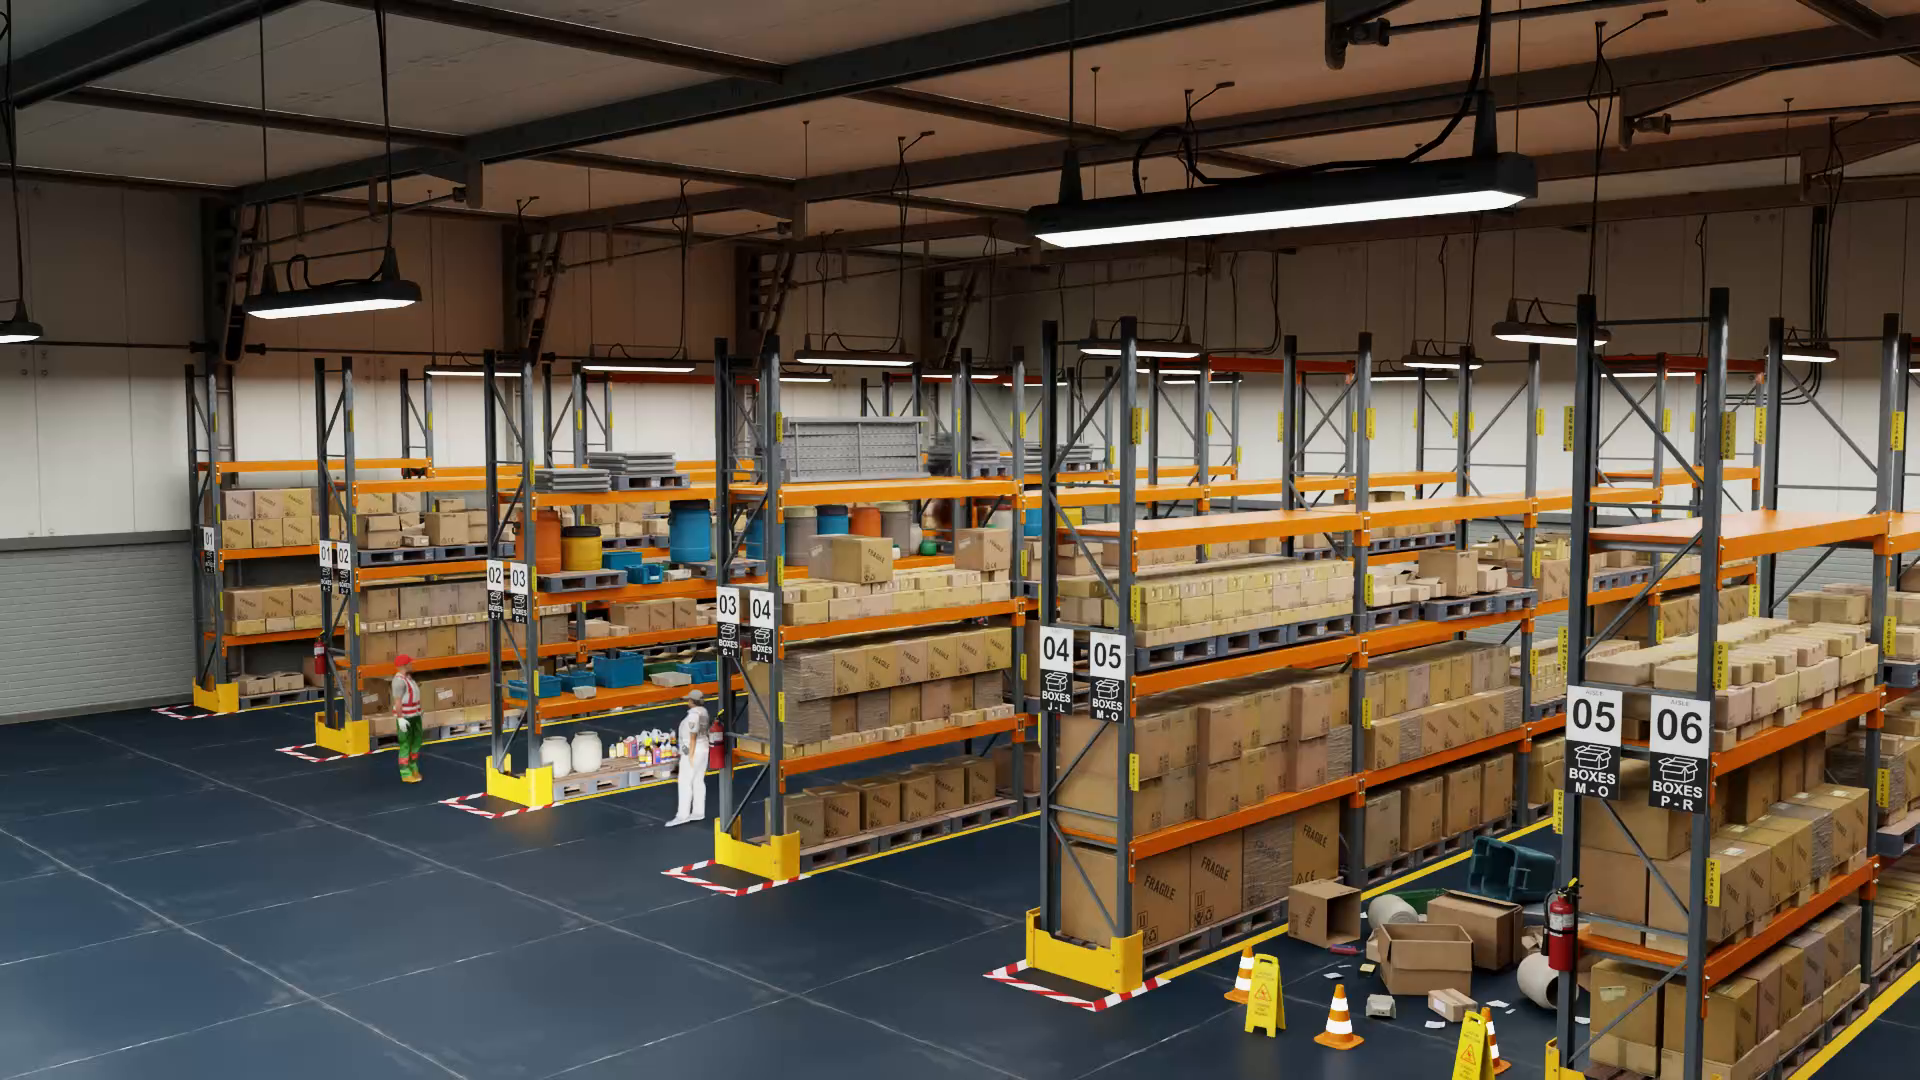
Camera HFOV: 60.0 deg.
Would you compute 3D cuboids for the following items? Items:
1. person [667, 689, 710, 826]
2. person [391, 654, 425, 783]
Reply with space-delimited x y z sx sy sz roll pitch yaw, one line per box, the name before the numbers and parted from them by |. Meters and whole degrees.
person | -3.415 2.731 21.004 0.457 1.678 0.611 1 4 10
person | -7.732 2.503 23.338 0.440 1.825 0.607 1 5 14
